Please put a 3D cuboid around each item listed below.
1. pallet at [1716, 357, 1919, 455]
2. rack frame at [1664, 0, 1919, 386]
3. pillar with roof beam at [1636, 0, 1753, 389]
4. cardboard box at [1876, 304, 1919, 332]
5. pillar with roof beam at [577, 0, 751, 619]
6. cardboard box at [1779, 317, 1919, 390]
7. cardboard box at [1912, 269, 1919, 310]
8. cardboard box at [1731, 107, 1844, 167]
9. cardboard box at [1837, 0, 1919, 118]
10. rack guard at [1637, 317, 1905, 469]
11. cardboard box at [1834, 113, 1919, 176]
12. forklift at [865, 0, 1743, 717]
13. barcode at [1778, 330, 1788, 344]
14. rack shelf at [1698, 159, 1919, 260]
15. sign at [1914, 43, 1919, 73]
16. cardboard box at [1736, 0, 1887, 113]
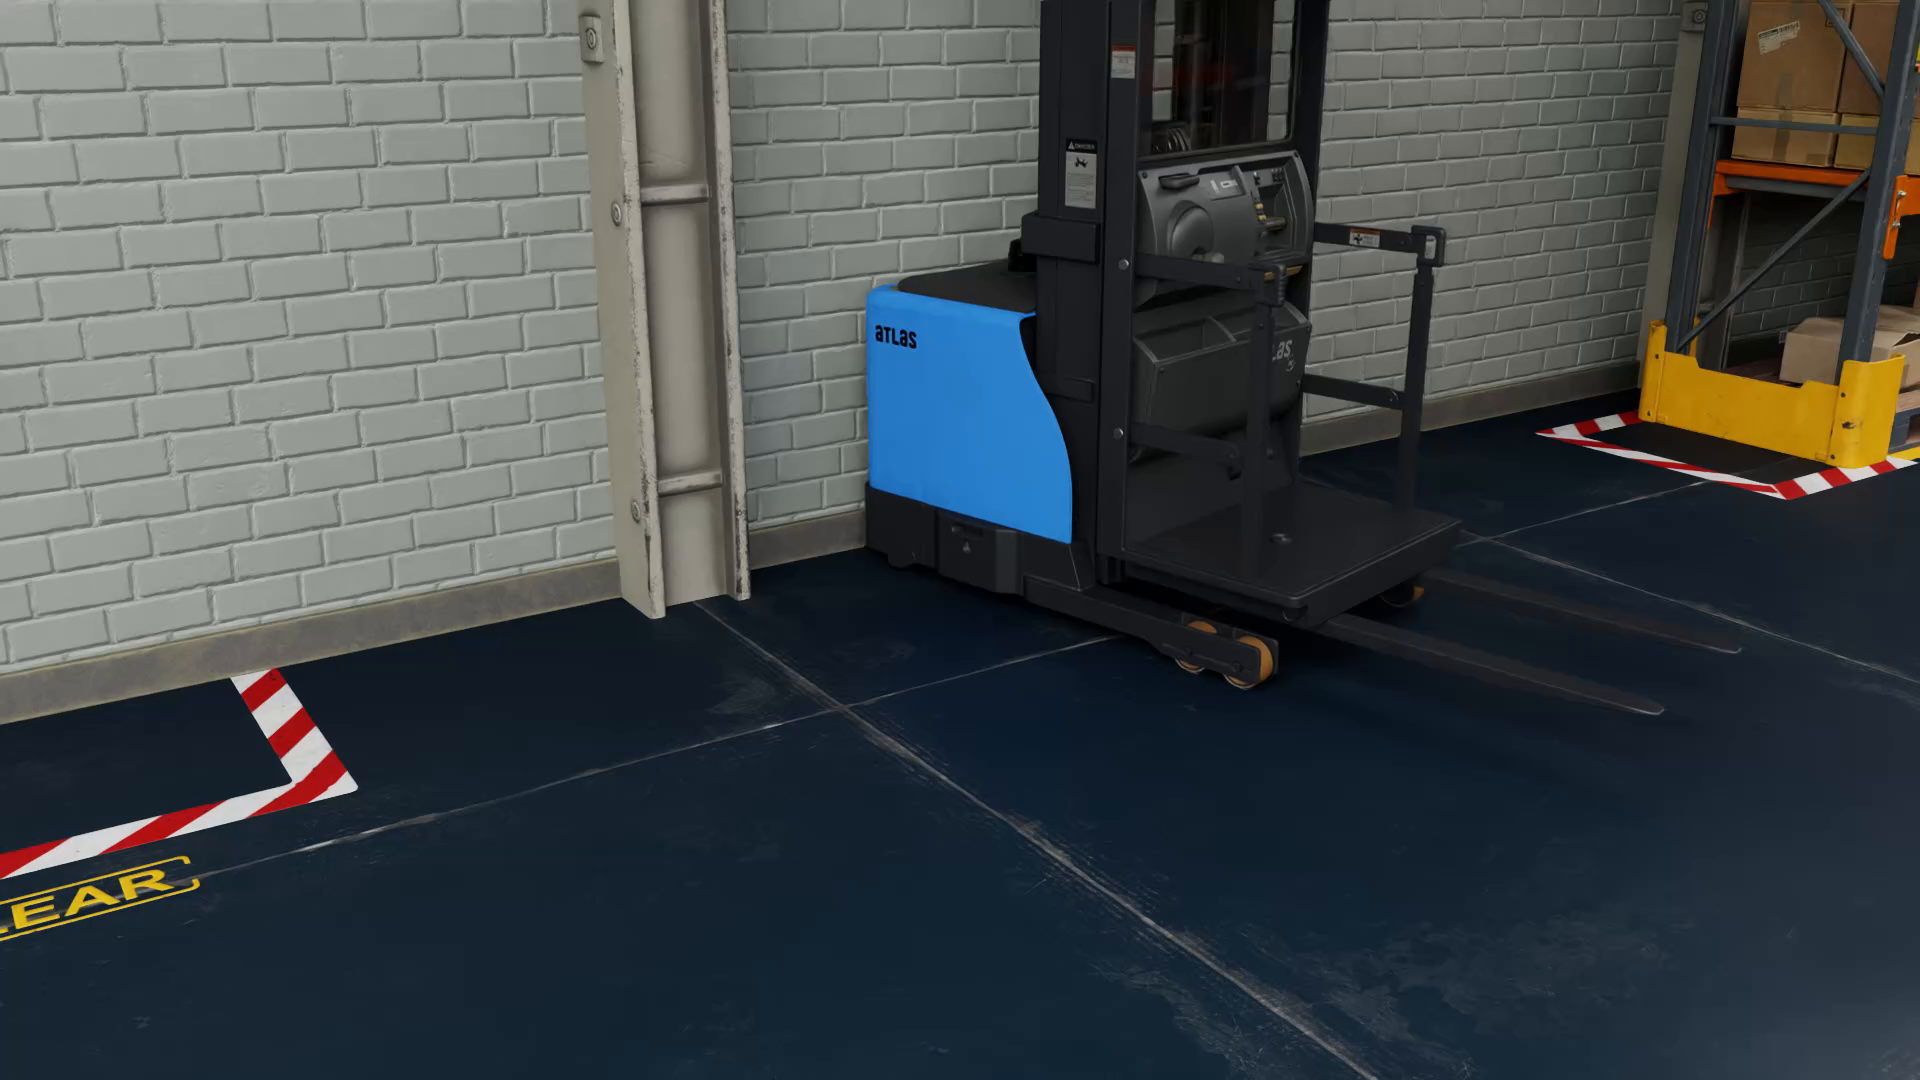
[{"bbox_3d":[4.649,-0.743,8.614,1.213,0.211,1.003,-12,22,-31],"label":"pallet"},{"bbox_3d":[3.887,-1.917,7.732,0.127,3.000,1.000,-12,22,-31],"label":"rack frame"},{"bbox_3d":[6.364,-3.962,4.414,0.400,9.000,9.100,-12,22,-31],"label":"pillar with roof beam"},{"bbox_3d":[4.991,-1.050,8.679,0.500,0.311,0.500,-10,21,-27],"label":"cardboard box"},{"bbox_3d":[1.353,-2.905,1.288,0.400,9.000,9.100,-12,22,-31],"label":"pillar with roof beam"},{"bbox_3d":[4.515,-0.950,8.382,0.500,0.311,0.500,-15,24,-37],"label":"cardboard box"},{"bbox_3d":[5.631,-1.255,8.991,0.500,0.500,0.700,-14,23,-35],"label":"cardboard box"},{"bbox_3d":[4.171,-1.990,8.150,0.500,0.250,0.500,-12,22,-31],"label":"cardboard box"},{"bbox_3d":[4.451,-2.215,7.644,0.500,0.500,0.500,-12,22,-31],"label":"cardboard box"},{"bbox_3d":[3.951,-0.746,8.172,0.348,0.500,1.175,-12,22,-31],"label":"rack guard"},{"bbox_3d":[4.469,-1.857,7.756,0.500,0.250,0.500,-13,22,-33],"label":"cardboard box"},{"bbox_3d":[1.054,-1.100,5.421,3.031,2.935,1.130,17,25,40],"label":"forklift"},{"bbox_3d":[4.310,-1.064,8.706,0.075,0.075,0.001,-12,22,-31],"label":"barcode"},{"bbox_3d":[5.558,-1.929,8.889,4.000,0.370,1.077,-12,22,-31],"label":"rack shelf"},{"bbox_3d":[4.186,-2.182,7.164,0.005,0.325,0.100,-12,22,-31],"label":"sign"},{"bbox_3d":[4.164,-2.351,8.047,0.500,0.500,0.500,-12,22,-32],"label":"cardboard box"}]
